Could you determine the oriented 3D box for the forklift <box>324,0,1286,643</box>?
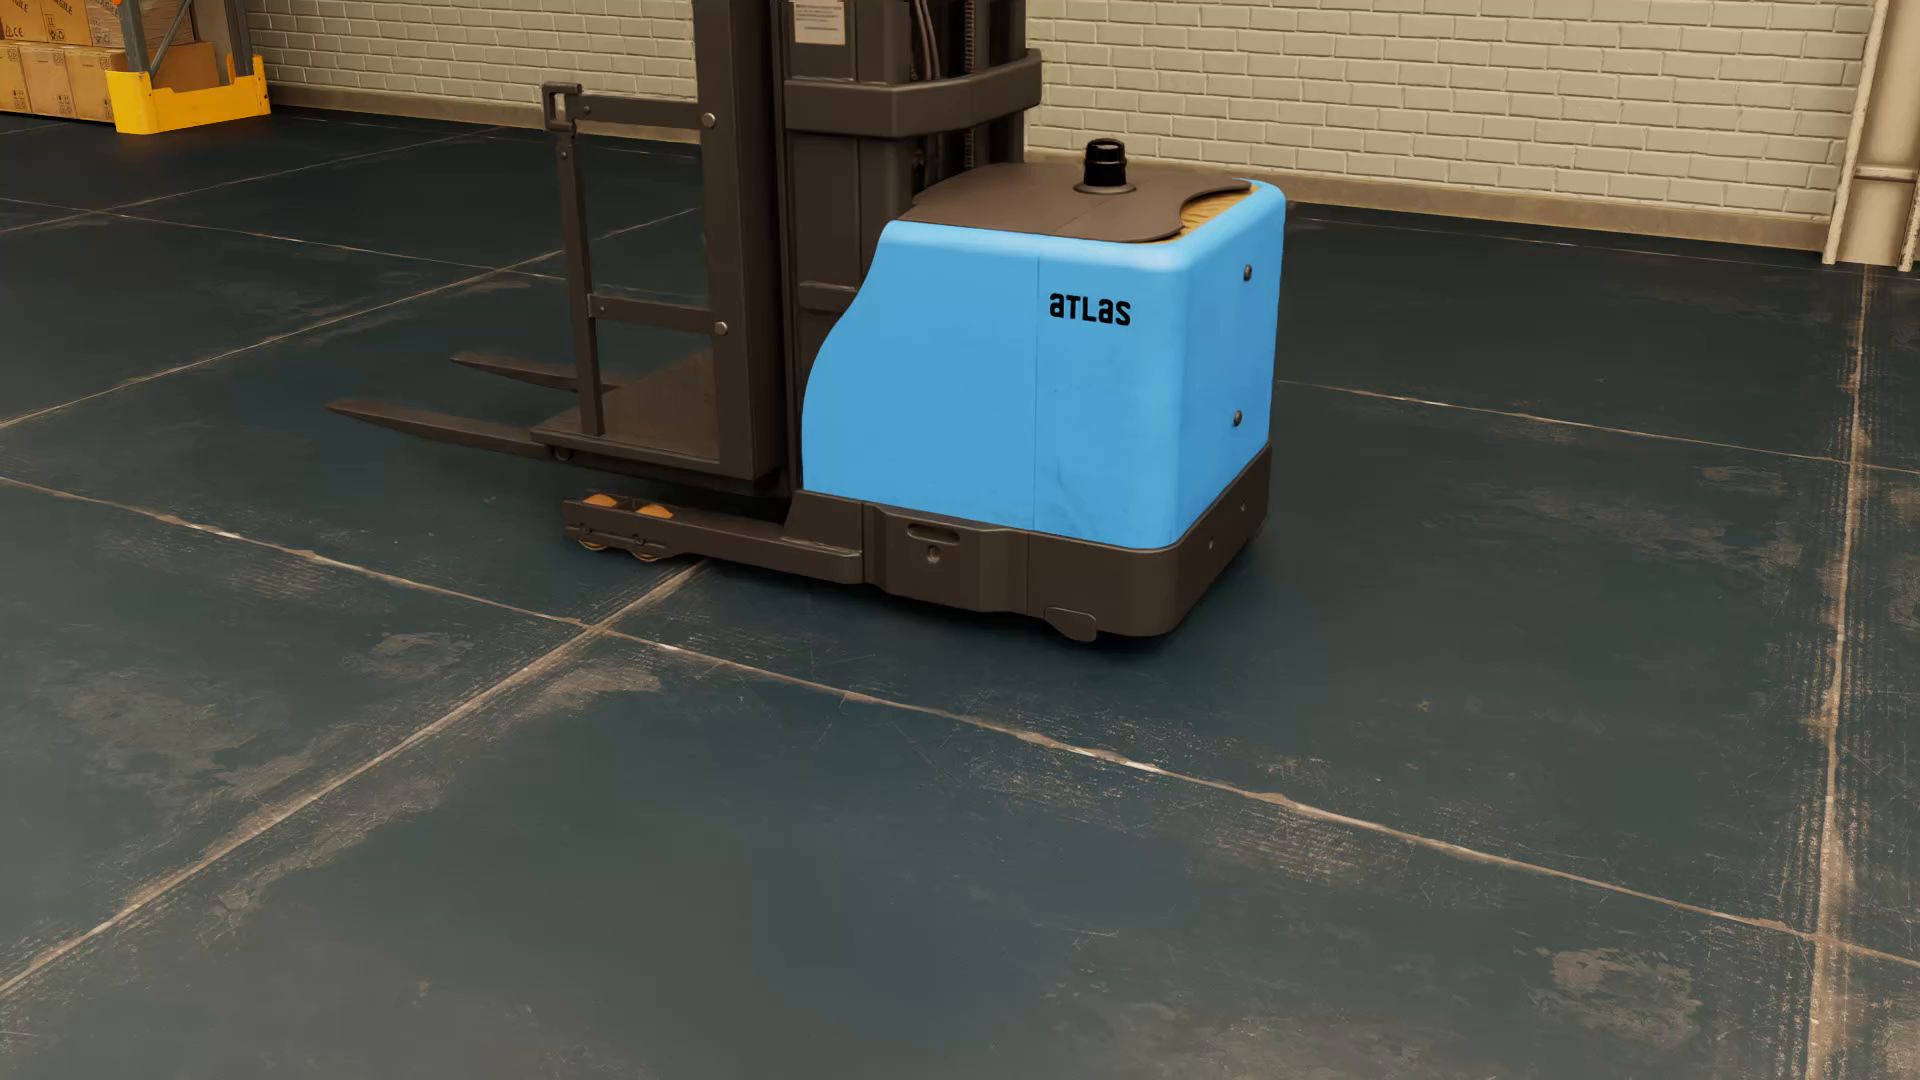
[{"bbox_3d":[-0.622,-1.458,4.750,3.031,2.935,1.130,11,25,23],"label":"forklift"}]
